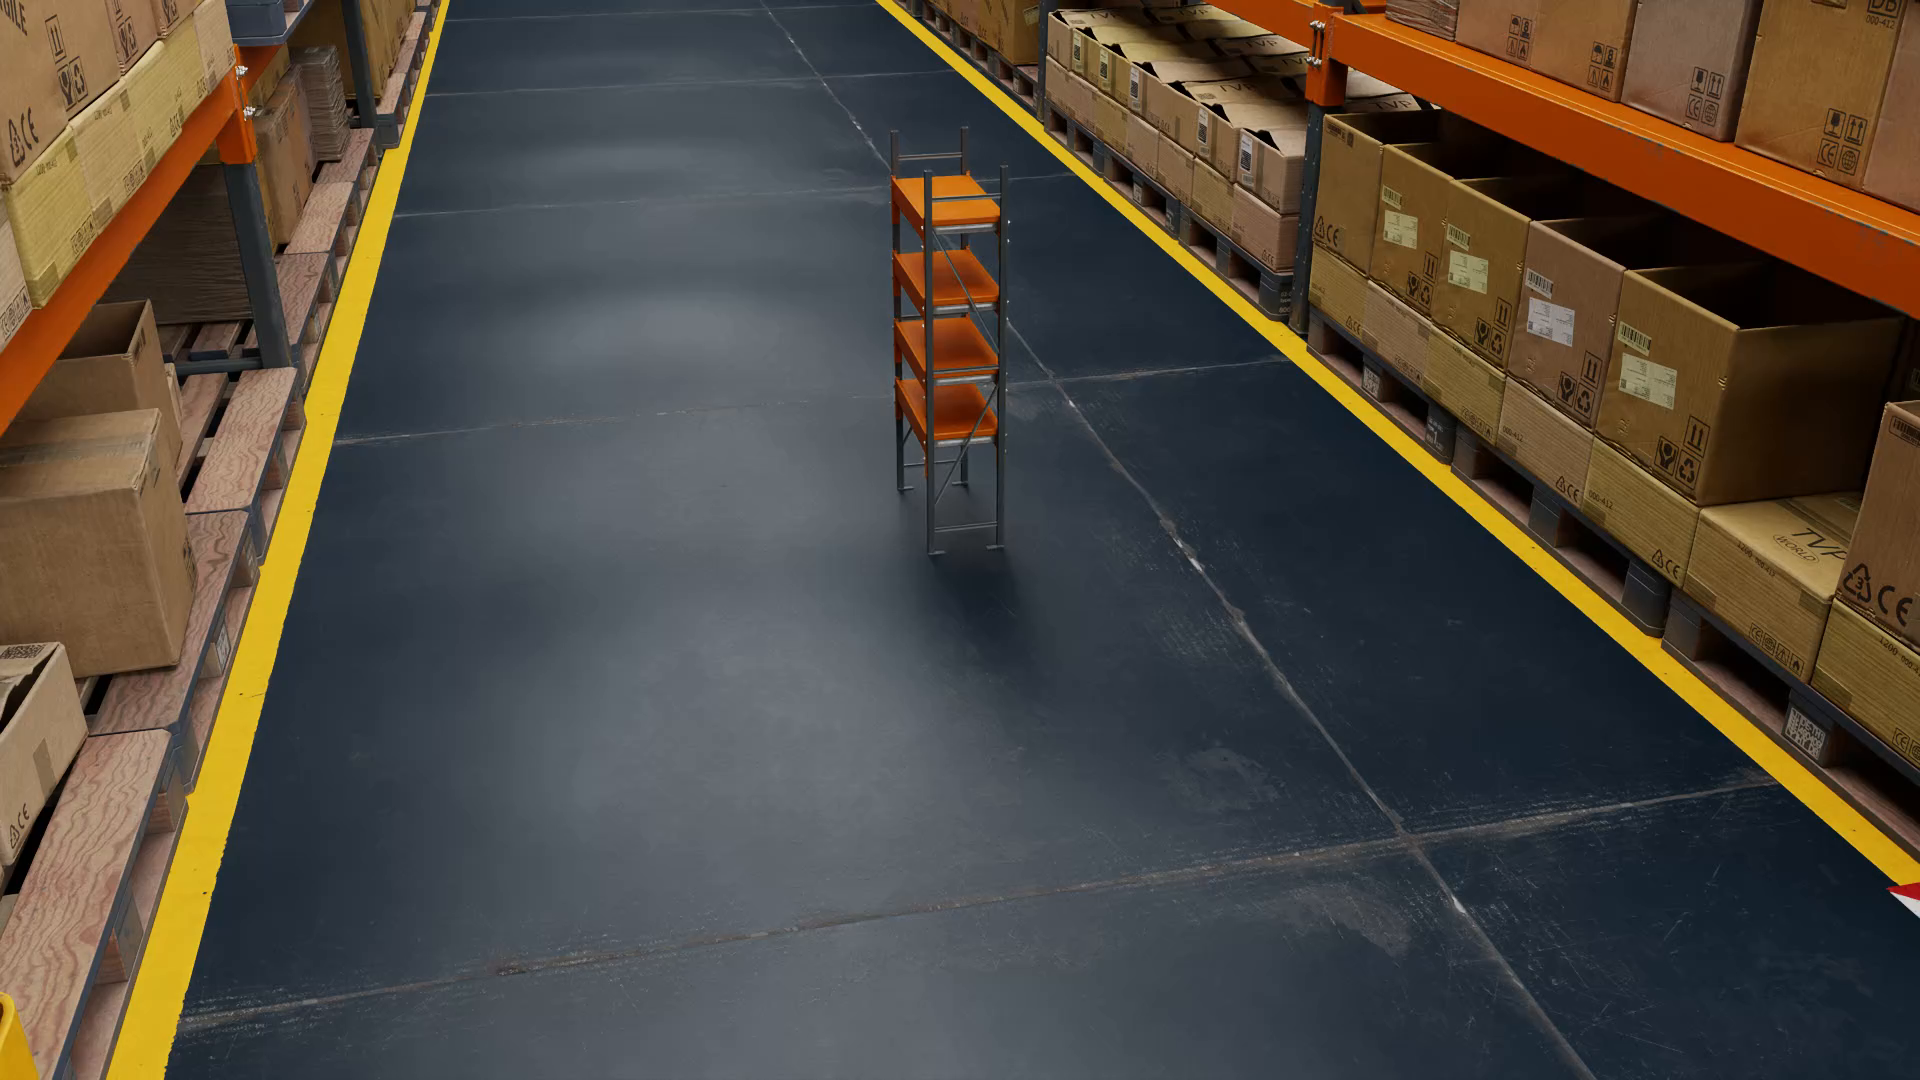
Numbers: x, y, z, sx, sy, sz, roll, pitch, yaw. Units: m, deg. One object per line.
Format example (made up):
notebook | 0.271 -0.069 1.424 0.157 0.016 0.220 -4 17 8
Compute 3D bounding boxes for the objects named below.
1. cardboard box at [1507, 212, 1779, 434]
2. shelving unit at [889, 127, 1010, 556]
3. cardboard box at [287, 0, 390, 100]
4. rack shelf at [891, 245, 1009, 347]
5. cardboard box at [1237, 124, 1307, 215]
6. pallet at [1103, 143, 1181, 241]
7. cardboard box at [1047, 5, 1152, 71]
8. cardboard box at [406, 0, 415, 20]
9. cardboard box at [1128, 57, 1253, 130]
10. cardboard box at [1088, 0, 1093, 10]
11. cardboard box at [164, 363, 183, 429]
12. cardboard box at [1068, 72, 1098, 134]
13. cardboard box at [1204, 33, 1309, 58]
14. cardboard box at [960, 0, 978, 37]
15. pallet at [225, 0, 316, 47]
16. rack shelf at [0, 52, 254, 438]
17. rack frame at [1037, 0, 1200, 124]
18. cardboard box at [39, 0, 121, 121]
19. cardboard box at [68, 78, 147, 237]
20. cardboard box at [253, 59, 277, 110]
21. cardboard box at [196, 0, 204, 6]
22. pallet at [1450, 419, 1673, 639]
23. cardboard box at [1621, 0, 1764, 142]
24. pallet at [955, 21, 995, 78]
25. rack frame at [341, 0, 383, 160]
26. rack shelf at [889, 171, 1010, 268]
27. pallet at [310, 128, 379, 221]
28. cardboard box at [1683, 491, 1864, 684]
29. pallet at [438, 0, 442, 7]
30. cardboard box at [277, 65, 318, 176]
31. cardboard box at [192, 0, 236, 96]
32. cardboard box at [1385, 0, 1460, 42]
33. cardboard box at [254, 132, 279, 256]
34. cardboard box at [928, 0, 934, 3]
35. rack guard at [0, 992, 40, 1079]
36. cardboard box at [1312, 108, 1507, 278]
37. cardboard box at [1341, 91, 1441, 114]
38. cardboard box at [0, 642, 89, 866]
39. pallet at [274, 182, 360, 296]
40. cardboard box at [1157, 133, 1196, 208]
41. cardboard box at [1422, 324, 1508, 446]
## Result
cardboard box | 2.026 -0.662 4.987 0.500 0.500 0.500 -6 27 -12
shelving unit | -0.037 -0.608 5.124 0.258 1.200 0.503 -6 27 -12
cardboard box | -3.878 -3.077 9.936 0.750 0.750 0.750 -6 27 -12
rack shelf | -0.037 -0.748 5.053 0.258 0.148 0.480 -6 27 -12
cardboard box | 1.516 -1.620 7.095 0.500 0.311 0.500 -6 27 -12
pallet | 1.404 -1.873 8.726 1.003 0.211 1.213 -6 27 -12
cardboard box | 0.817 -2.968 9.764 0.500 0.311 0.500 -5 27 -10
cardboard box | -4.469 -4.224 12.210 0.750 0.750 0.750 -6 27 -11
cardboard box | 1.173 -2.288 8.418 0.500 0.311 0.500 -6 27 -12
cardboard box | 1.038 -3.556 11.252 0.500 0.500 0.500 -7 28 -13
cardboard box | -2.789 -0.456 5.482 0.380 0.166 0.250 -10 28 -18
cardboard box | 0.931 -2.497 9.454 0.500 0.250 0.500 -7 28 -13
cardboard box | 1.578 -2.573 8.983 0.500 0.311 0.500 -6 27 -12
cardboard box | 0.305 -3.942 12.016 0.500 0.500 0.500 -7 28 -14
pallet | -2.969 -2.021 6.139 1.003 0.211 1.213 -6 27 -12
rack shelf | -2.488 -0.558 3.824 1.077 0.370 4.000 -6 27 -12
rack frame | 0.985 -4.017 9.880 1.000 3.000 0.127 -6 27 -12
cardboard box | -2.192 -1.188 3.588 0.500 0.500 0.500 -5 27 -10
cardboard box | -2.190 -0.862 3.773 0.500 0.250 0.500 -6 27 -11
cardboard box | -3.439 -2.135 7.605 0.500 0.250 0.500 -6 27 -12
cardboard box | -2.531 -1.857 4.913 0.500 0.500 0.500 -6 27 -12
pallet | 2.303 -0.127 5.266 1.003 0.211 1.213 -6 27 -12
cardboard box | 2.344 -1.436 4.654 0.700 0.500 0.500 -5 27 -10
pallet | 0.582 -3.639 12.225 1.003 0.211 1.213 -6 27 -12
rack frame | -3.840 -3.513 8.881 1.000 3.000 0.127 -6 27 -12
rack shelf | -0.037 -0.959 4.947 0.258 0.148 0.480 -6 27 -12
pallet | -3.666 -1.925 8.829 1.003 0.211 1.213 -6 27 -12
cardboard box | 2.255 0.111 4.287 0.500 0.250 0.500 -6 27 -12
pallet | -5.115 -4.902 14.728 1.003 0.211 1.213 -6 27 -12
cardboard box | -3.624 -2.044 8.258 0.700 0.500 0.500 -6 27 -12
cardboard box | -2.537 -1.522 5.080 0.500 0.250 0.500 -6 27 -11
cardboard box | 1.993 -2.112 5.994 0.700 0.500 0.500 -7 28 -13
cardboard box | -3.286 -1.380 6.942 0.700 0.500 0.500 -6 27 -13
cardboard box | -0.045 -4.617 13.354 0.500 0.500 0.500 -7 28 -14
rack guard | -2.054 1.082 2.552 1.175 0.500 0.348 -6 27 -12
cardboard box | 1.686 -1.321 6.291 0.500 0.500 0.500 -6 27 -12
cardboard box | 1.928 -1.899 7.646 0.500 0.311 0.500 -6 27 -12
cardboard box | -2.234 0.440 3.545 0.500 0.311 0.500 -4 27 -7
pallet | -3.394 -1.390 7.770 1.003 0.211 1.213 -6 27 -12
cardboard box | 1.283 -1.821 8.114 0.500 0.250 0.500 -5 27 -10
cardboard box | 1.911 -0.547 5.590 0.500 0.250 0.500 -6 27 -12
